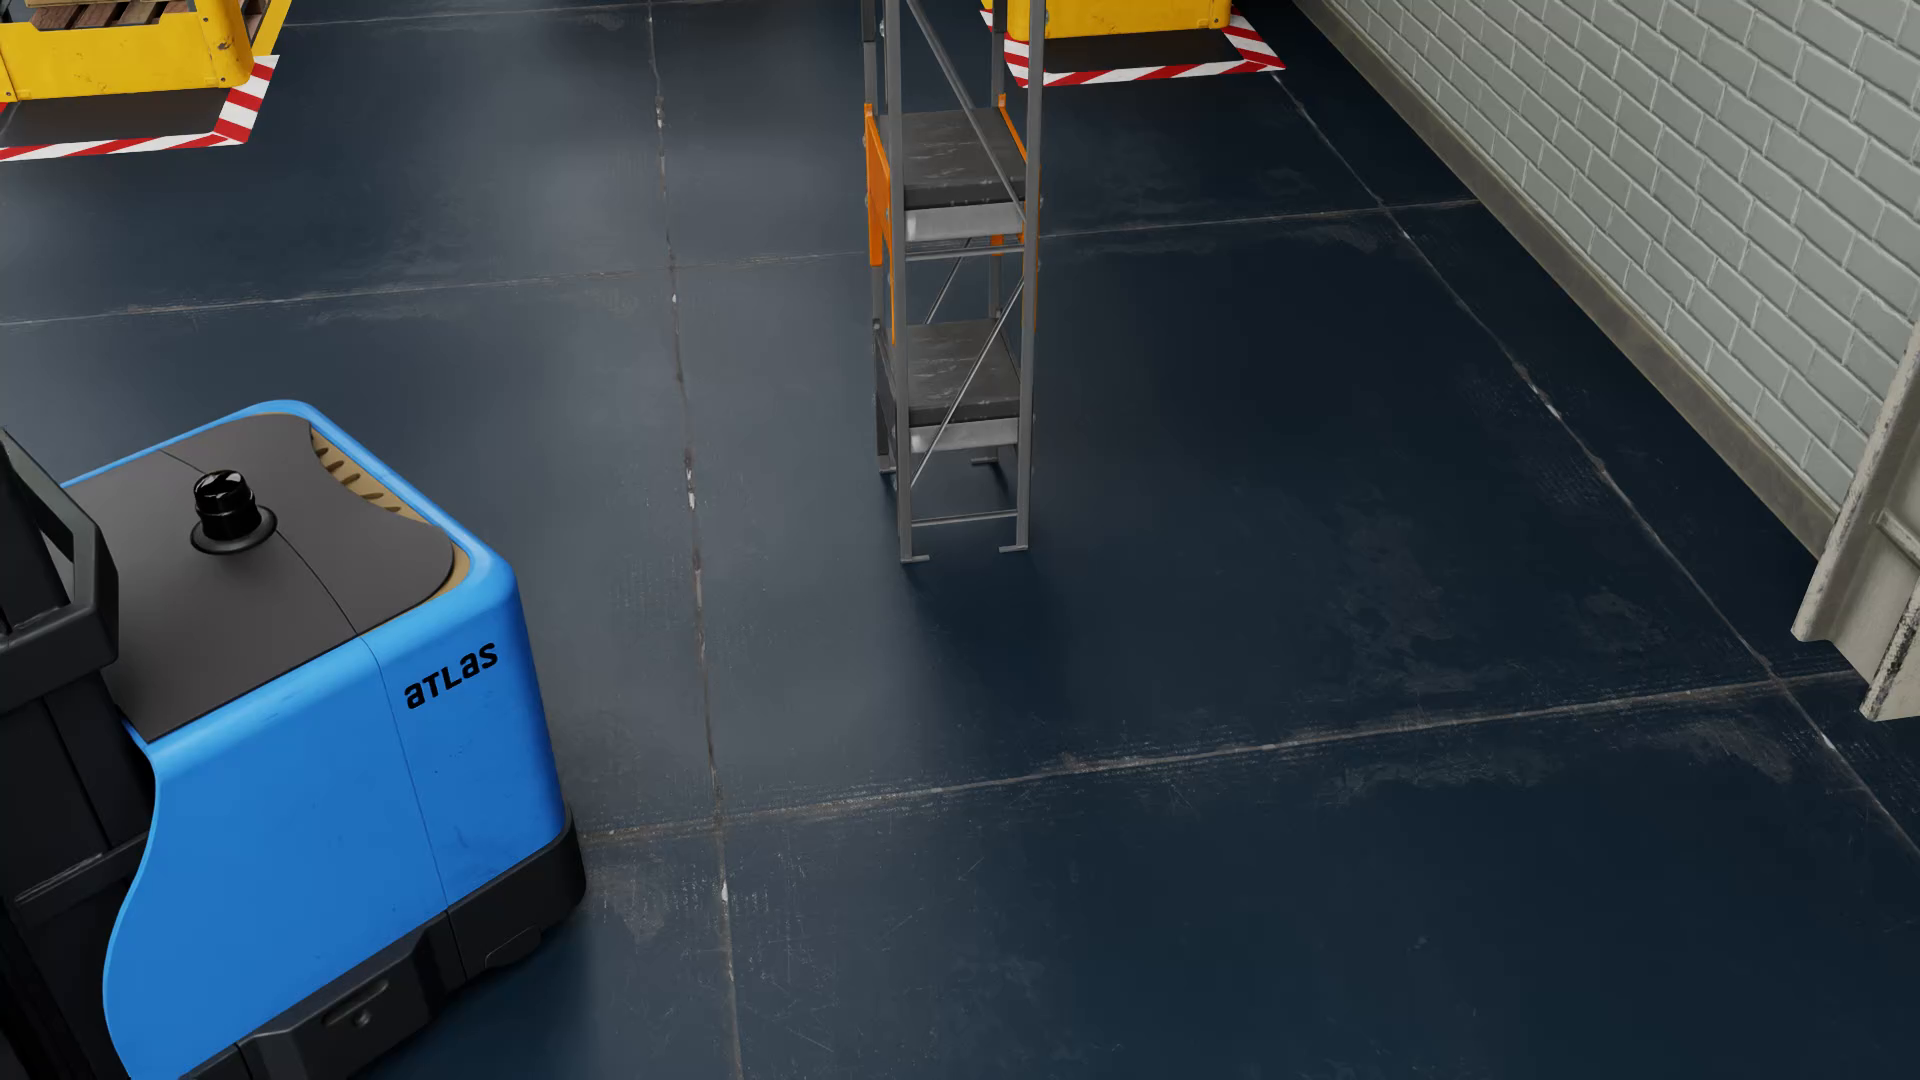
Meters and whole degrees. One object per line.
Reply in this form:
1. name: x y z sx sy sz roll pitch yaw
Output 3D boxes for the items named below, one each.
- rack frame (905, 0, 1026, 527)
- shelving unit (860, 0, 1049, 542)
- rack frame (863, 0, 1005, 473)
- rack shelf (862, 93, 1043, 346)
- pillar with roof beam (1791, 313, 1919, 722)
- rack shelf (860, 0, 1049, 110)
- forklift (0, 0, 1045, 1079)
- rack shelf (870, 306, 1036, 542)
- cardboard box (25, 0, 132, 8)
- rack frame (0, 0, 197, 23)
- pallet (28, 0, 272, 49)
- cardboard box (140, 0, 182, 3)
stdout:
1. rack frame: 0.015 -0.782 4.545 0.380 1.831 0.006 -6 38 -8
2. shelving unit: -0.029 -0.930 4.736 0.431 2.100 0.499 -6 38 -8
3. rack frame: -0.072 -1.077 4.924 0.400 2.100 0.015 -6 38 -8
4. rack shelf: -0.029 -0.918 4.743 0.431 0.518 0.480 -6 38 -8
5. pillar with roof beam: -1.603 -2.724 1.421 9.100 9.000 0.400 -6 38 -8
6. rack shelf: -0.029 -1.471 4.313 0.431 0.518 0.480 -6 38 -8
7. forklift: -1.677 -0.207 3.128 4.810 2.935 1.130 -31 48 -34
8. rack shelf: -0.029 -0.366 5.172 0.431 0.518 0.480 -6 38 -8
9. cardboard box: -4.479 -2.942 8.491 0.500 0.250 0.500 -6 38 -8
10. rack frame: -4.068 -3.388 7.166 1.000 3.000 0.127 -6 38 -8
11. pallet: -4.189 -2.828 8.718 1.003 0.211 1.213 -6 38 -8
12. cardboard box: -3.937 -2.985 8.547 0.500 0.250 0.500 -7 38 -8
